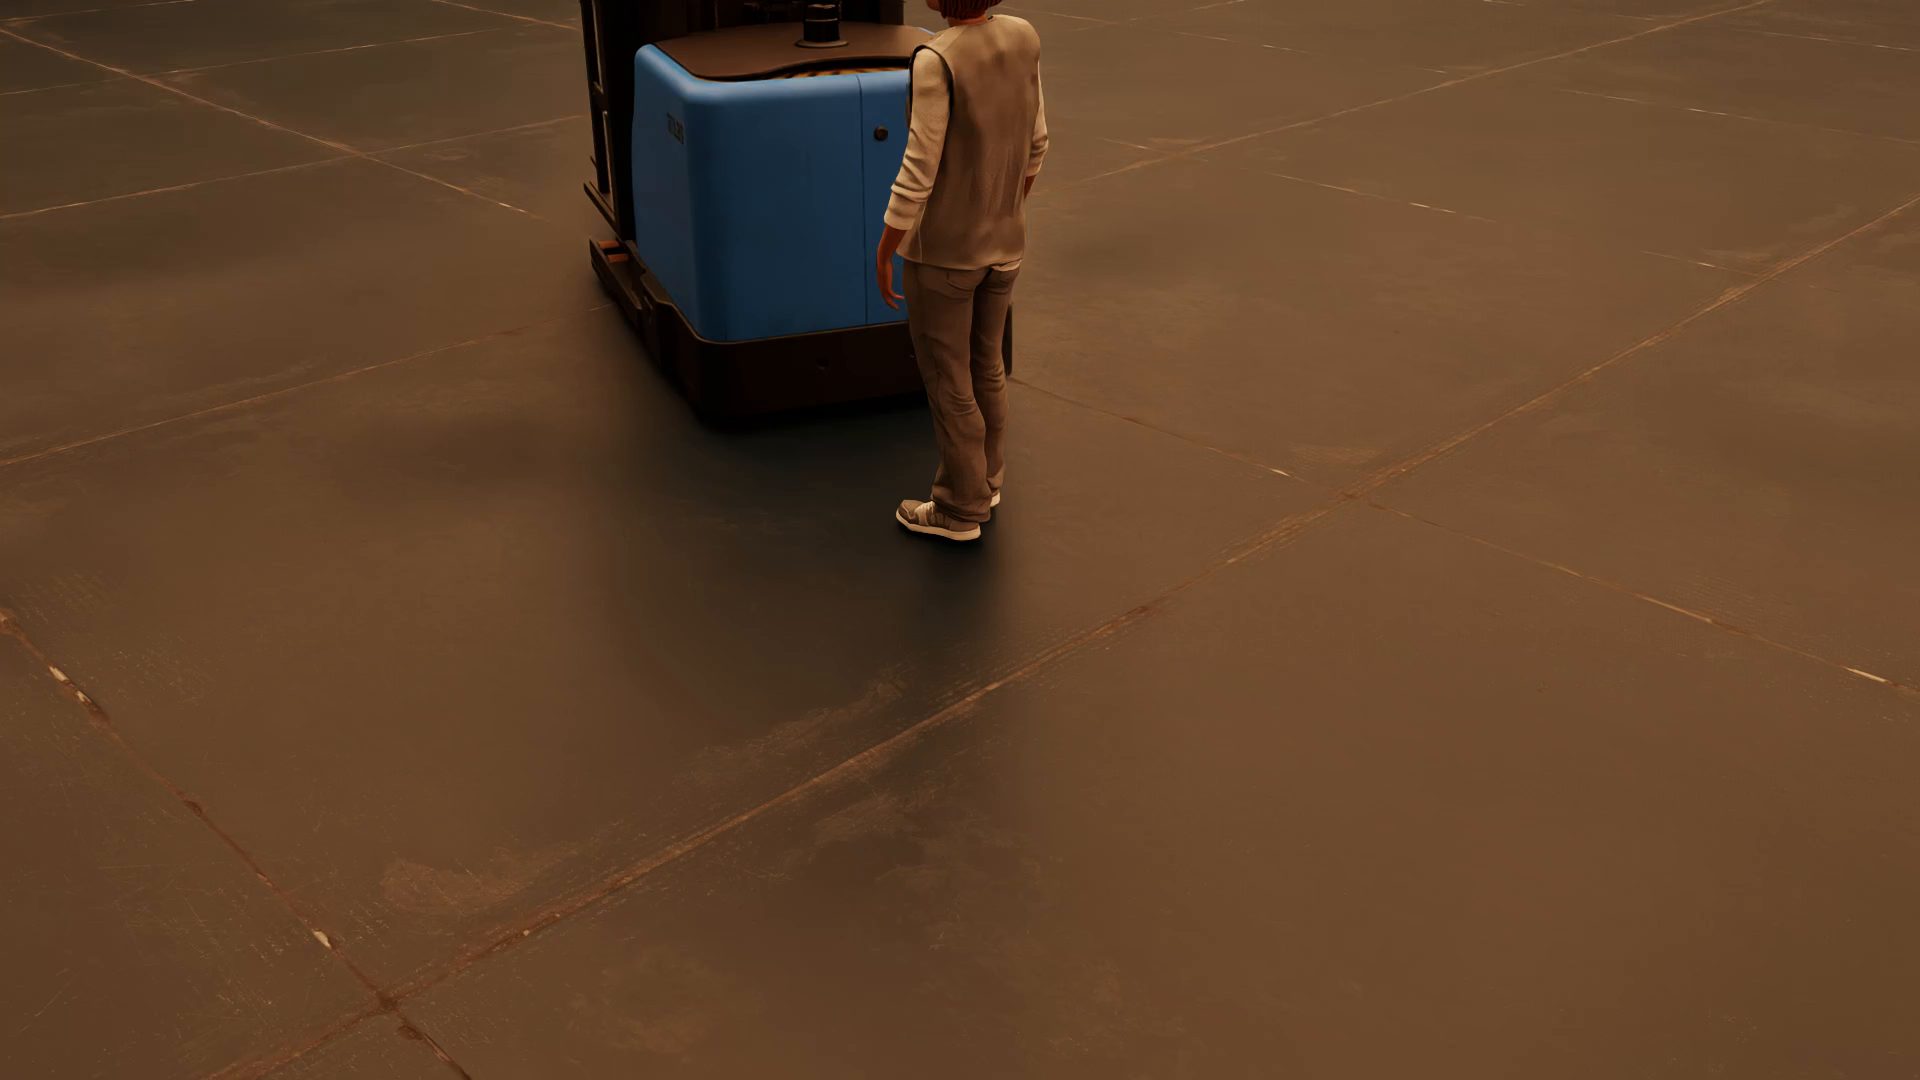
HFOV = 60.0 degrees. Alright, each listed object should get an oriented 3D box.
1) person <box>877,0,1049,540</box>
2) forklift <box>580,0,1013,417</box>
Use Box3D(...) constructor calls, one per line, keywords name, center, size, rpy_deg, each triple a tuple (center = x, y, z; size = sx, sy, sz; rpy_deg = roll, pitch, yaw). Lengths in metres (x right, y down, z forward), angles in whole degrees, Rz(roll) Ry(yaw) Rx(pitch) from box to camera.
Box3D(name="person", center=(-0.043, -0.751, 4.244), size=(0.520, 1.599, 0.473), rpy_deg=(-24, 35, -39))
Box3D(name="forklift", center=(-0.833, -2.324, 5.953), size=(1.130, 2.935, 3.031), rpy_deg=(-10, 28, -19))
